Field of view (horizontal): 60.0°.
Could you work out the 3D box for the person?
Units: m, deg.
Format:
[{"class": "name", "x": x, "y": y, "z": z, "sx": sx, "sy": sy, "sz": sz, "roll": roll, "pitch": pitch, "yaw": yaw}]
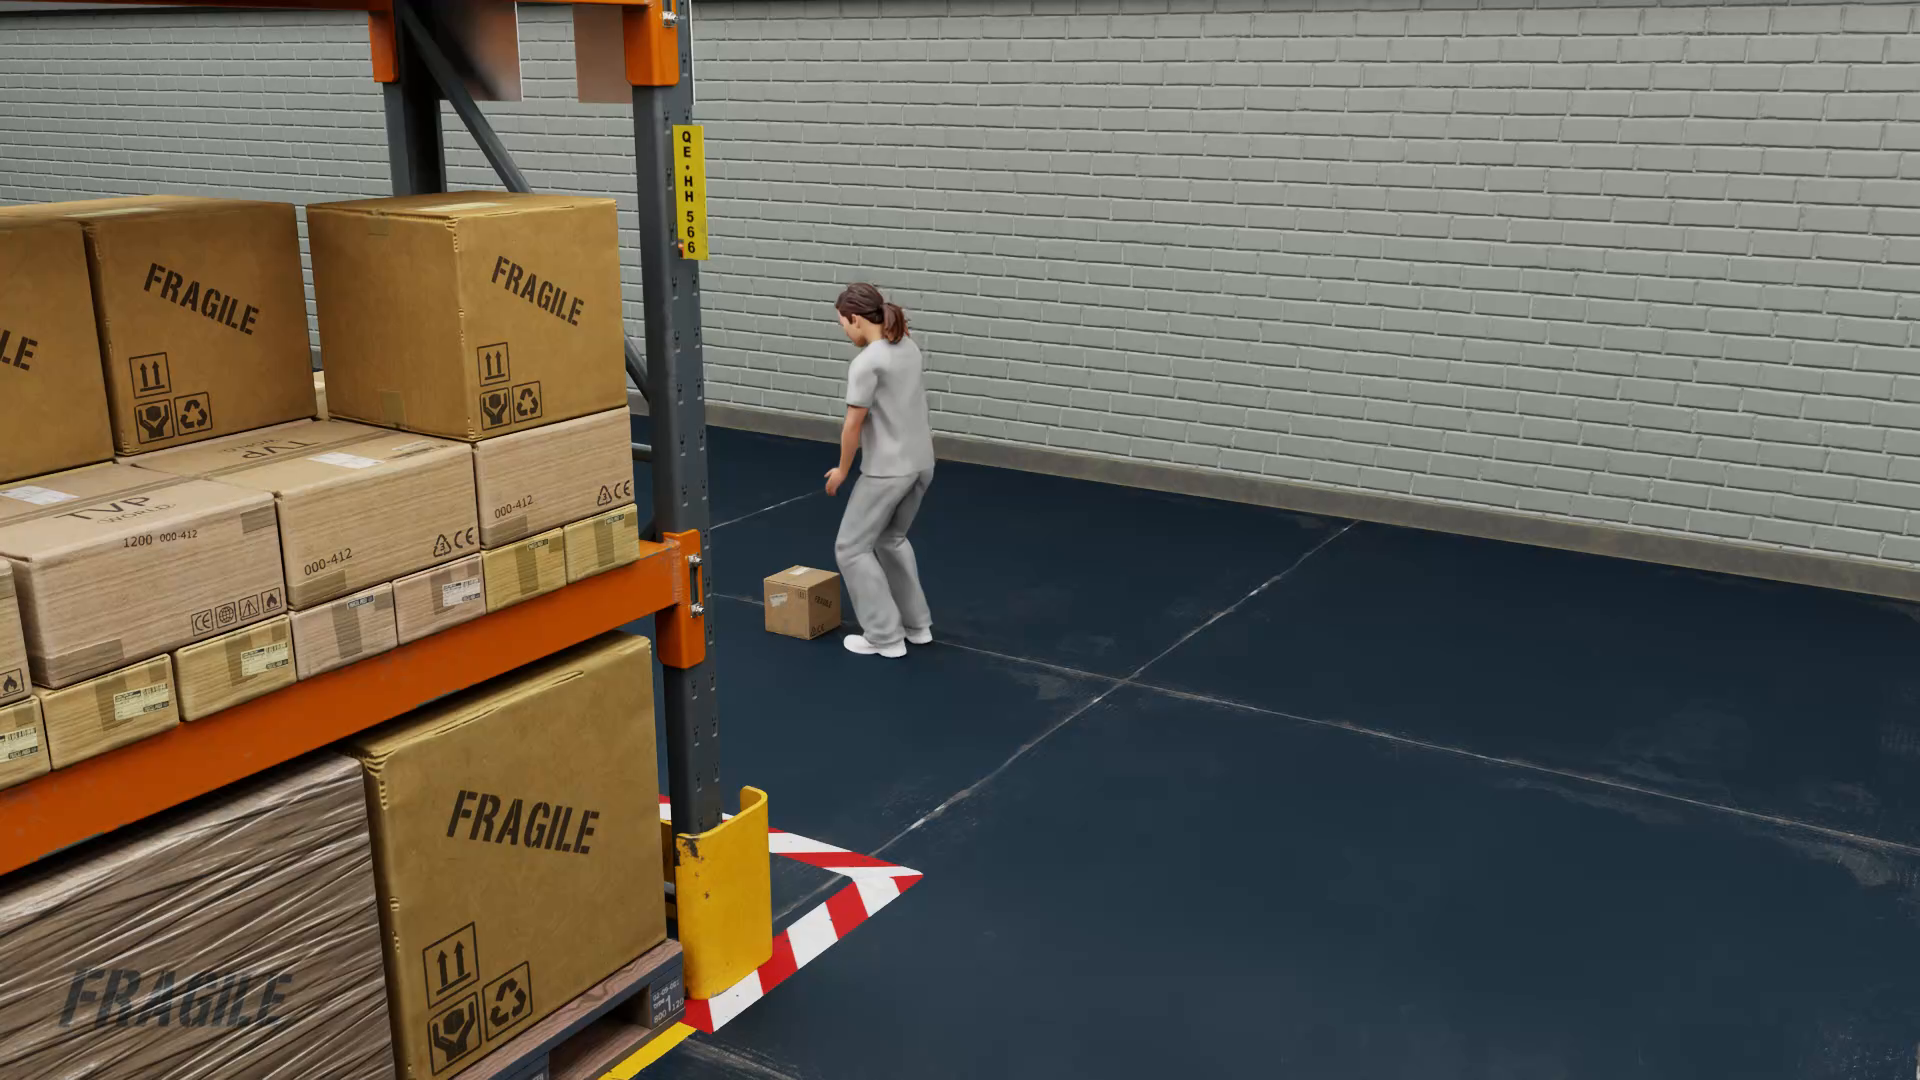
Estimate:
[{"class": "person", "x": -0.340, "y": -0.295, "z": 7.171, "sx": 0.406, "sy": 1.616, "sz": 0.464, "roll": 10, "pitch": 19, "yaw": 32}]
